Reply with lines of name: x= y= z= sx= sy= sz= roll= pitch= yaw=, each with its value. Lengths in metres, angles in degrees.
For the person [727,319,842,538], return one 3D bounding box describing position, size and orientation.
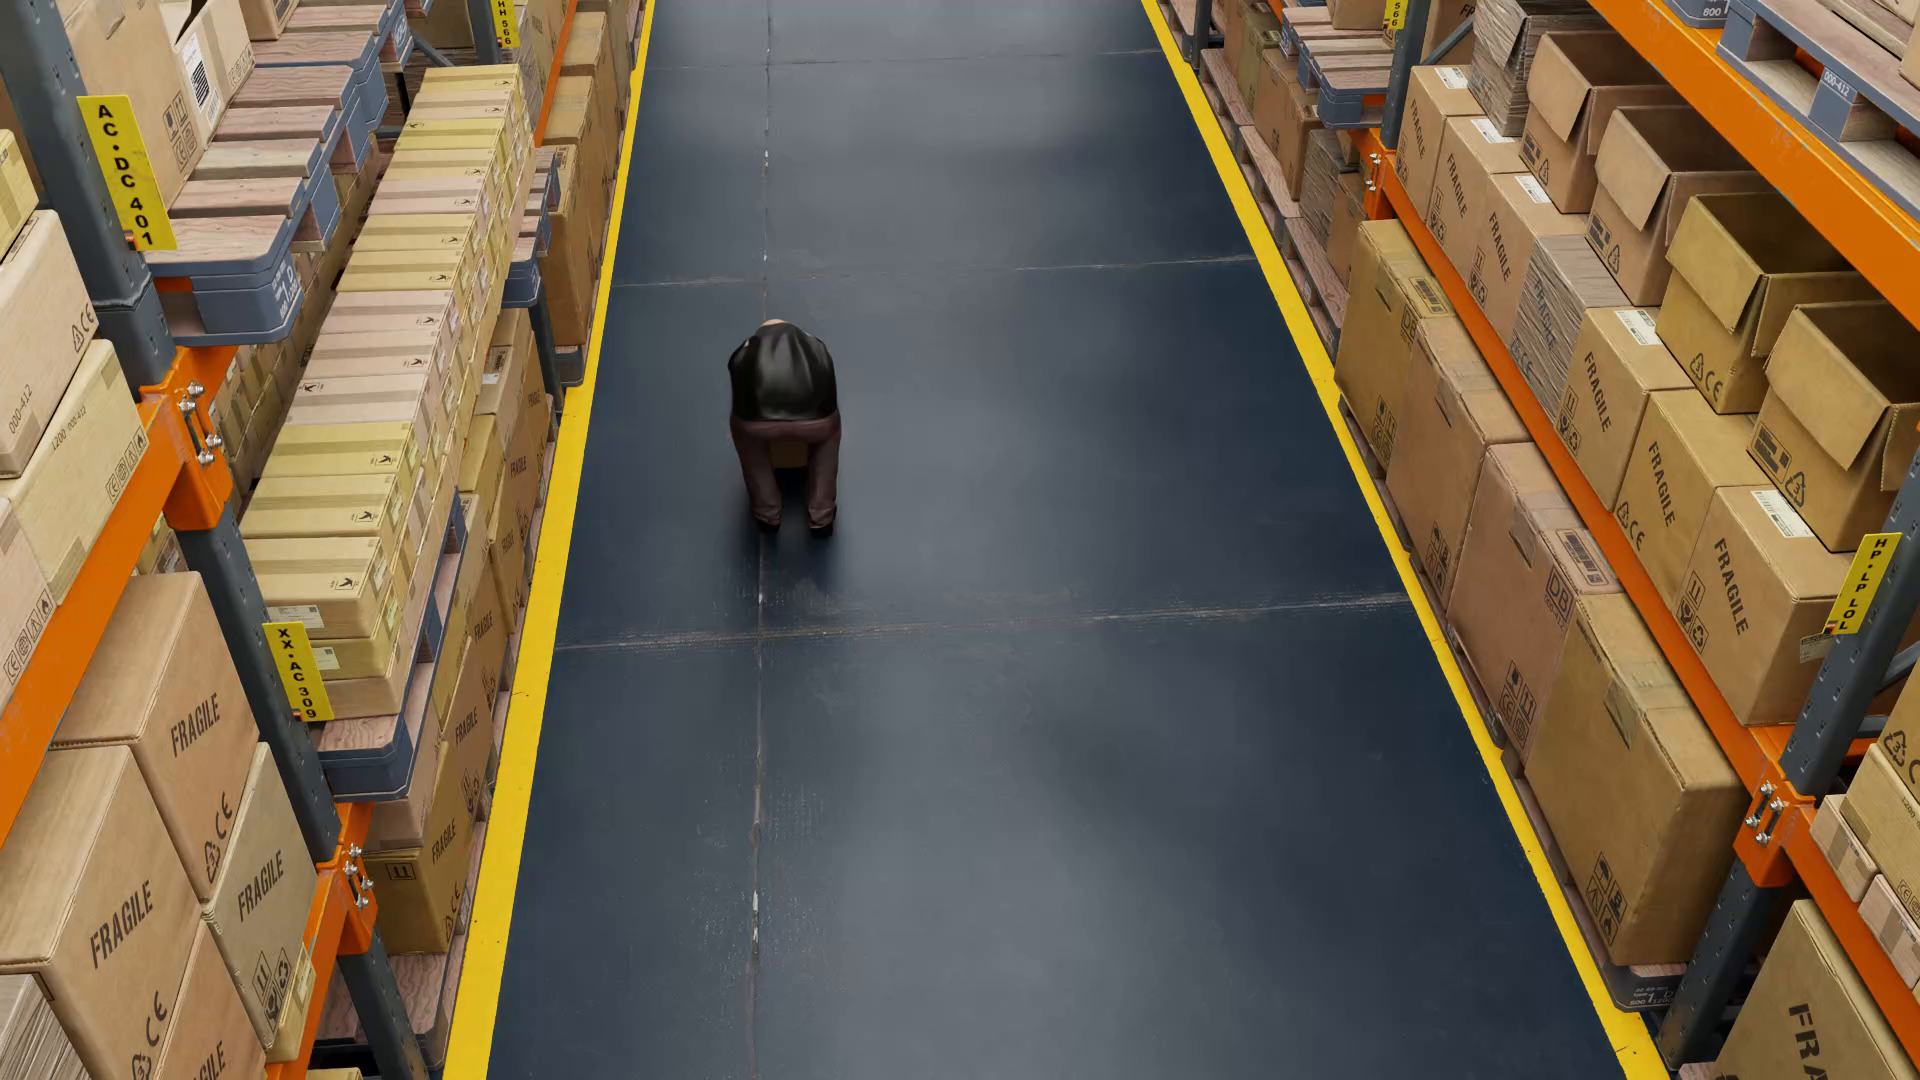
person: x=-0.787 y=-0.566 z=7.471 sx=0.497 sy=0.973 sz=0.944 roll=-5 pitch=39 yaw=-6
